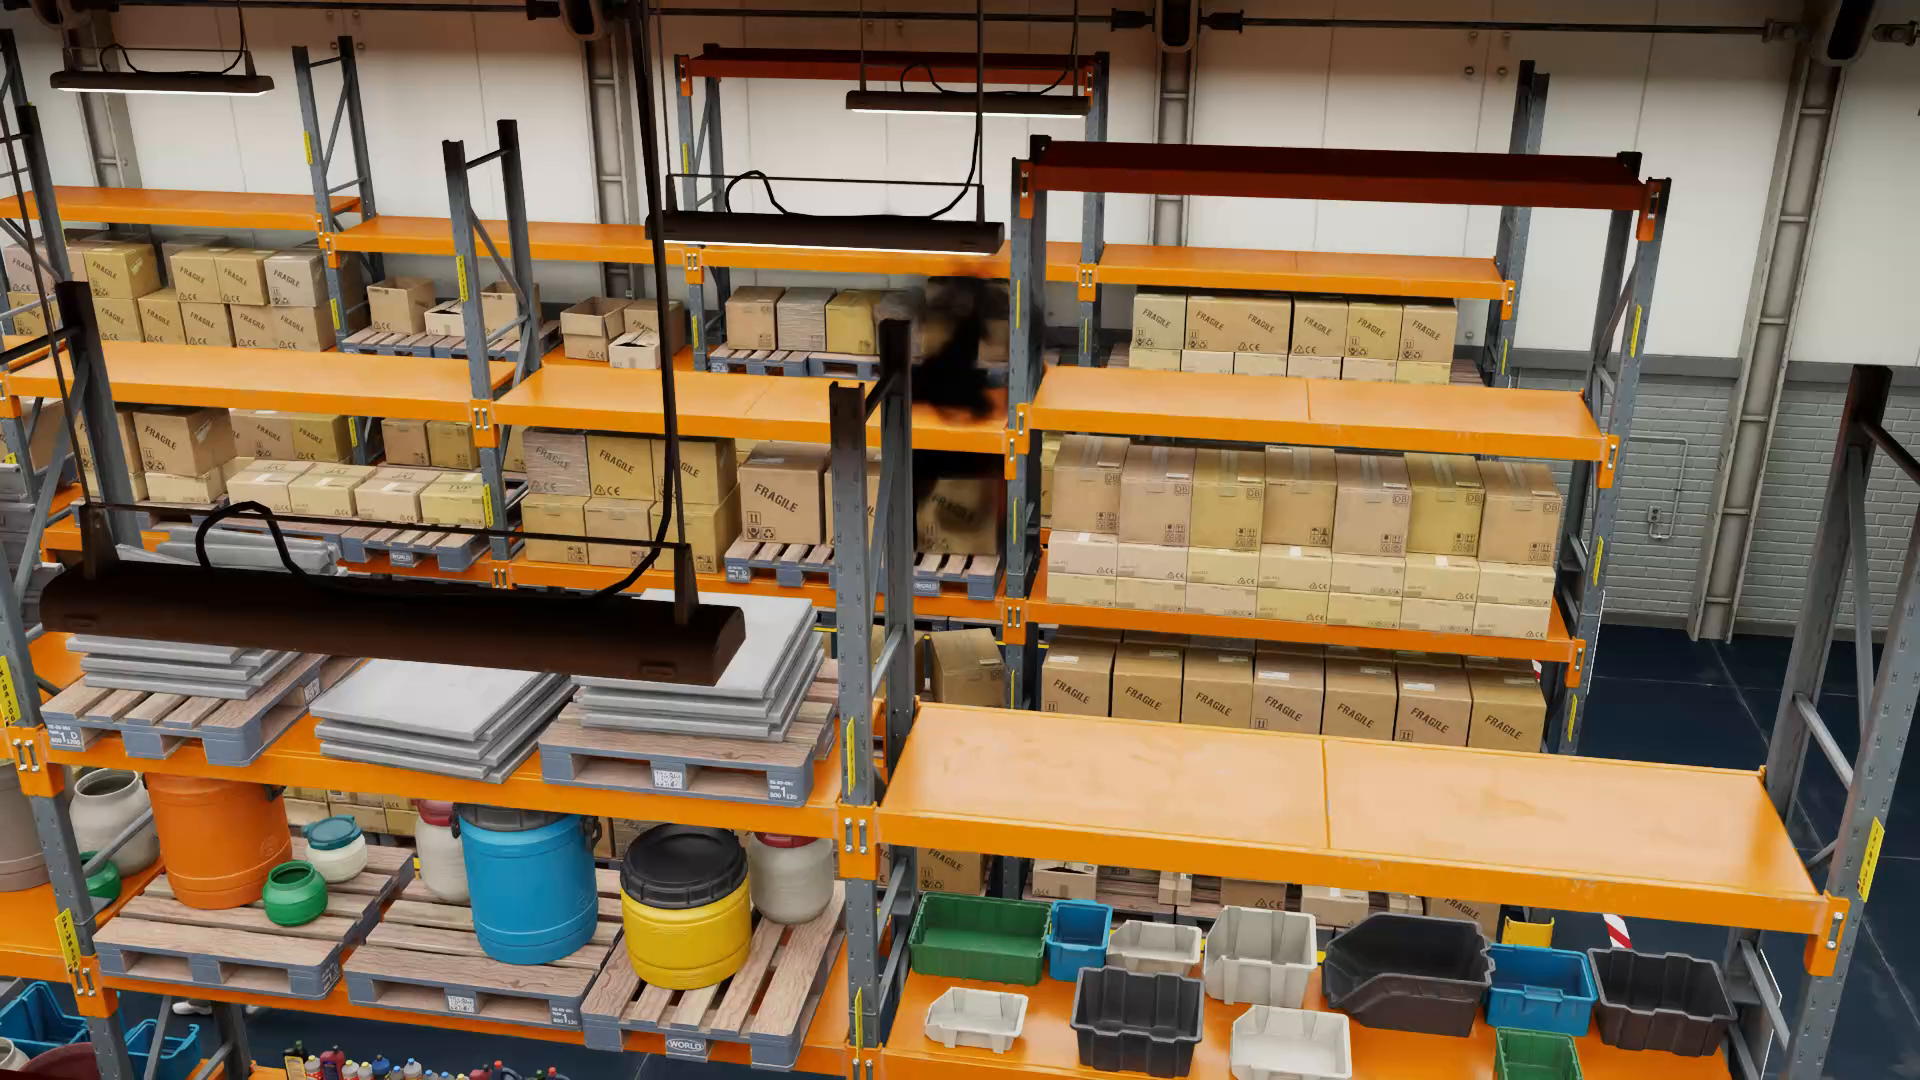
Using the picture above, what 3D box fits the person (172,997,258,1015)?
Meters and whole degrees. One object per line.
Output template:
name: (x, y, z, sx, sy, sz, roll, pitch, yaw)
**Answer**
person: (-5.369, 2.715, 11.872, 0.802, 1.635, 0.575, 1, 23, 3)
